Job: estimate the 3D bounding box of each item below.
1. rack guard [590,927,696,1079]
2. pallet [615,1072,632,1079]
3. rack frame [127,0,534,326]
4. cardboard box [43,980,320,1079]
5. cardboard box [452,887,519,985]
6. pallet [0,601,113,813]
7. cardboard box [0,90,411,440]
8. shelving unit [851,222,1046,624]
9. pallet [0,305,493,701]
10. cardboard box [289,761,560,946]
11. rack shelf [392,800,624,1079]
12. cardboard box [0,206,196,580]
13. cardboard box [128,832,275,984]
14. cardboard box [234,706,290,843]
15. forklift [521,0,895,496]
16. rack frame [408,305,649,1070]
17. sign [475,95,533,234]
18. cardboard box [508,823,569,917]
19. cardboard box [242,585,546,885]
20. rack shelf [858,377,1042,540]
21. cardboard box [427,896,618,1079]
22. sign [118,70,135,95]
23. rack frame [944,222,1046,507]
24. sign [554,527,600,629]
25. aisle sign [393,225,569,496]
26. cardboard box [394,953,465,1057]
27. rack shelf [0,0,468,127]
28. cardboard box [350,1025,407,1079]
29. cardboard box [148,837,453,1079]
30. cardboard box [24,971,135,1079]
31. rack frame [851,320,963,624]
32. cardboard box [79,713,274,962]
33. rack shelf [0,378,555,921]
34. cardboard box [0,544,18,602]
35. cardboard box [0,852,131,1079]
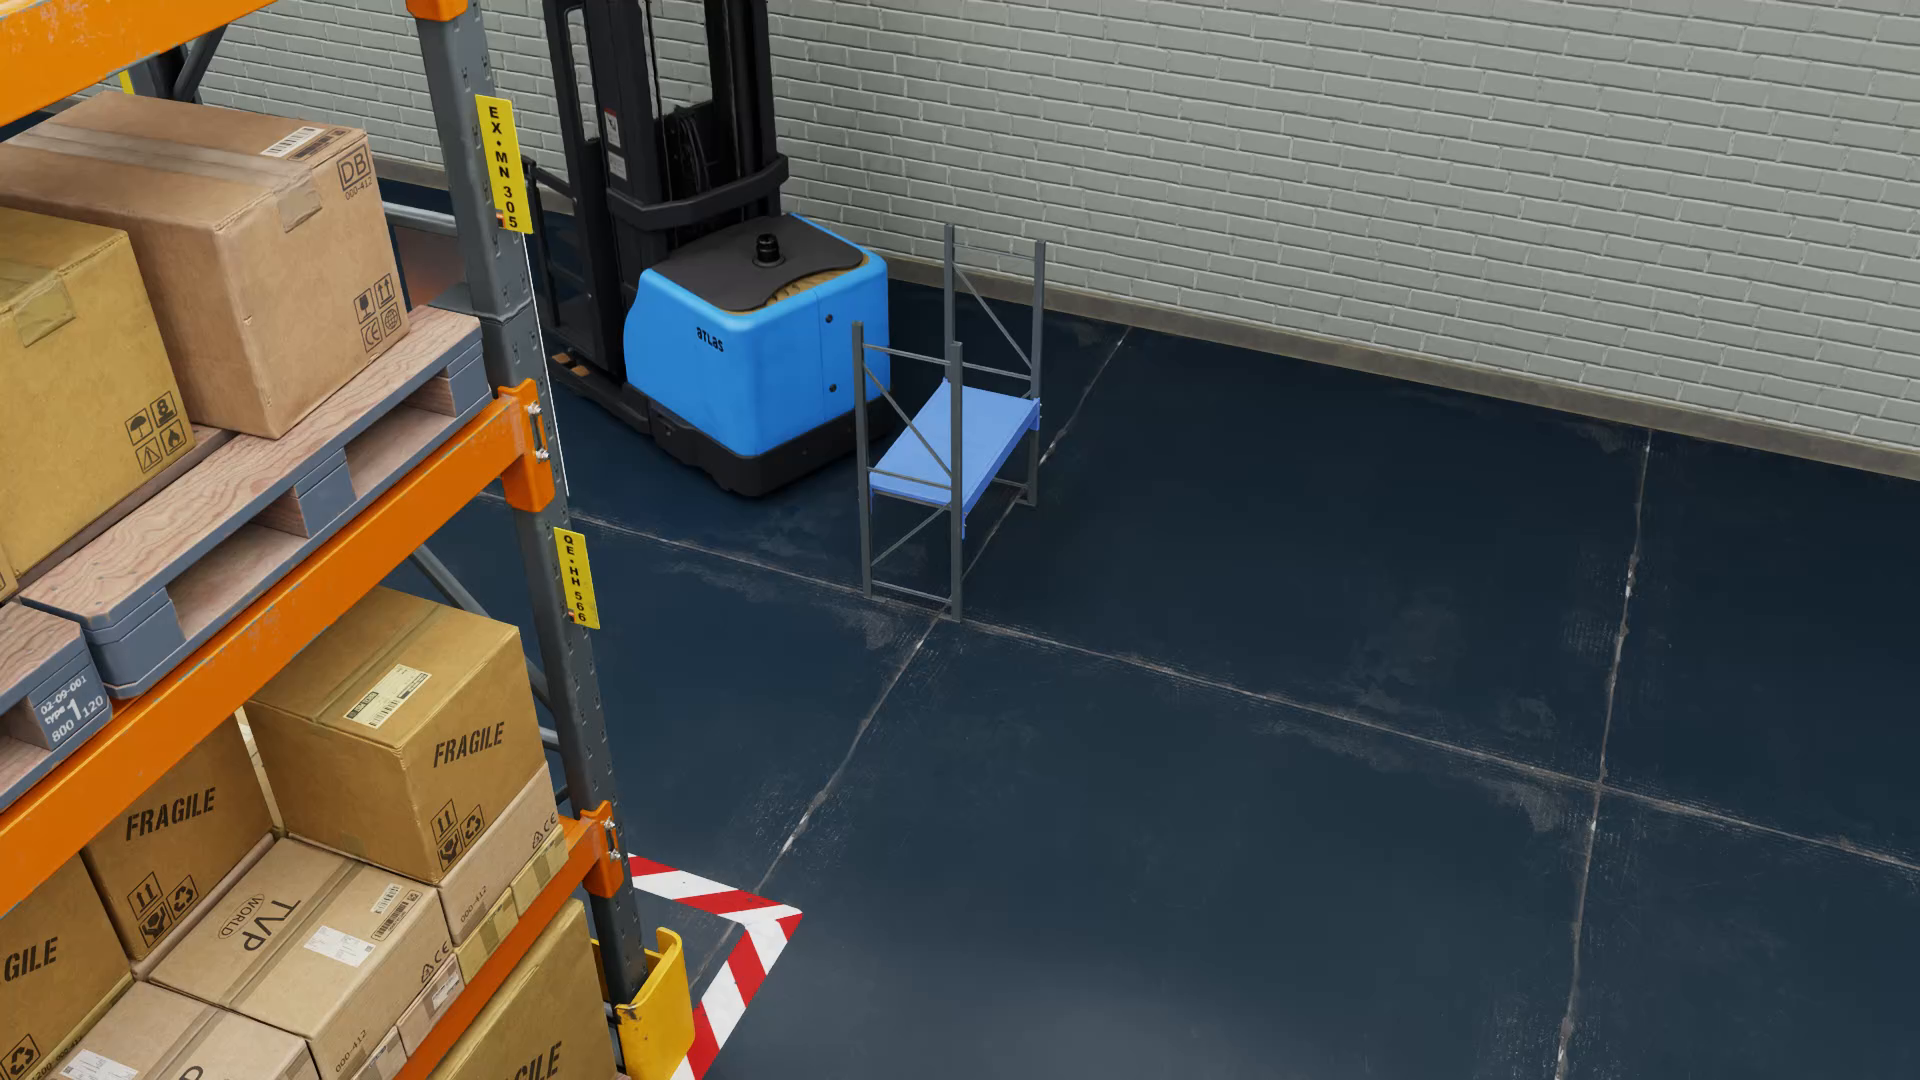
[{"bbox_3d":[-1.535,1.522,5.898,1.175,0.500,0.348,14,39,18],"label":"rack guard"},{"bbox_3d":[-1.776,2.111,5.351,1.003,0.211,1.213,14,39,18],"label":"pallet"},{"bbox_3d":[-1.545,-1.869,3.336,1.000,3.000,0.127,14,39,18],"label":"rack frame"},{"bbox_3d":[-1.870,1.366,3.895,0.500,0.250,0.500,13,39,16],"label":"cardboard box"},{"bbox_3d":[-1.473,1.051,4.650,0.380,0.149,0.250,14,39,18],"label":"cardboard box"},{"bbox_3d":[-2.280,0.459,2.801,1.003,0.211,1.213,14,39,18],"label":"pallet"},{"bbox_3d":[-1.693,-0.616,3.647,0.700,0.500,0.500,12,38,15],"label":"cardboard box"},{"bbox_3d":[-0.032,-0.554,7.839,0.538,1.500,1.048,14,39,18],"label":"shelving unit"},{"bbox_3d":[-1.817,-0.219,3.708,1.003,0.211,1.213,14,39,18],"label":"pallet"},{"bbox_3d":[-1.484,0.804,4.648,0.500,0.250,0.500,13,39,17],"label":"cardboard box"},{"bbox_3d":[-2.306,1.929,3.866,1.077,0.370,4.000,14,39,18],"label":"rack shelf"},{"bbox_3d":[-2.018,-0.332,3.267,0.700,0.500,0.500,12,39,16],"label":"cardboard box"},{"bbox_3d":[-2.169,0.968,4.427,0.500,0.250,0.500,13,39,17],"label":"cardboard box"},{"bbox_3d":[-1.977,0.679,4.814,0.500,0.250,0.500,13,39,17],"label":"cardboard box"},{"bbox_3d":[-1.736,-2.186,8.827,1.130,2.935,3.031,-30,46,-34],"label":"forklift"},{"bbox_3d":[-1.545,0.534,5.132,1.000,3.000,0.127,14,39,18],"label":"rack frame"},{"bbox_3d":[-1.048,-0.859,3.817,0.100,0.325,0.005,14,39,18],"label":"sign"},{"bbox_3d":[-1.376,0.907,4.843,0.380,0.149,0.250,15,39,19],"label":"cardboard box"},{"bbox_3d":[-1.487,0.504,4.422,0.500,0.500,0.500,14,39,18],"label":"cardboard box"},{"bbox_3d":[-0.032,-0.409,7.947,0.538,0.185,1.000,14,39,18],"label":"rack shelf"},{"bbox_3d":[-1.714,1.589,5.144,0.875,0.875,0.875,14,39,18],"label":"cardboard box"},{"bbox_3d":[-2.056,-1.179,4.122,0.100,0.325,0.005,14,39,18],"label":"sign"},{"bbox_3d":[0.161,-0.835,8.216,0.500,1.500,0.032,14,39,18],"label":"rack frame"},{"bbox_3d":[-1.048,0.107,4.539,0.100,0.325,0.005,14,39,18],"label":"sign"},{"bbox_3d":[-1.240,-0.479,4.315,0.394,0.787,0.004,14,39,18],"label":"aisle sign"},{"bbox_3d":[-1.570,1.190,4.463,0.380,0.149,0.250,14,39,18],"label":"cardboard box"},{"bbox_3d":[-2.306,-0.313,2.189,1.077,0.370,4.000,14,39,18],"label":"rack shelf"},{"bbox_3d":[-1.666,1.328,4.279,0.380,0.149,0.250,15,39,19],"label":"cardboard box"},{"bbox_3d":[-1.677,1.084,4.272,0.500,0.250,0.500,13,39,17],"label":"cardboard box"},{"bbox_3d":[-2.363,1.246,4.056,0.500,0.250,0.500,13,39,16],"label":"cardboard box"},{"bbox_3d":[-0.226,-0.272,7.463,0.500,1.500,0.032,14,39,18],"label":"rack frame"},{"bbox_3d":[-2.167,0.656,4.220,0.500,0.500,0.500,13,39,17],"label":"cardboard box"},{"bbox_3d":[-2.306,0.728,2.968,1.077,0.370,4.000,14,39,18],"label":"rack shelf"},{"bbox_3d":[-2.170,-0.034,2.869,0.700,0.500,0.500,11,38,15],"label":"cardboard box"},{"bbox_3d":[-2.359,0.944,3.834,0.500,0.500,0.500,13,39,17],"label":"cardboard box"}]
